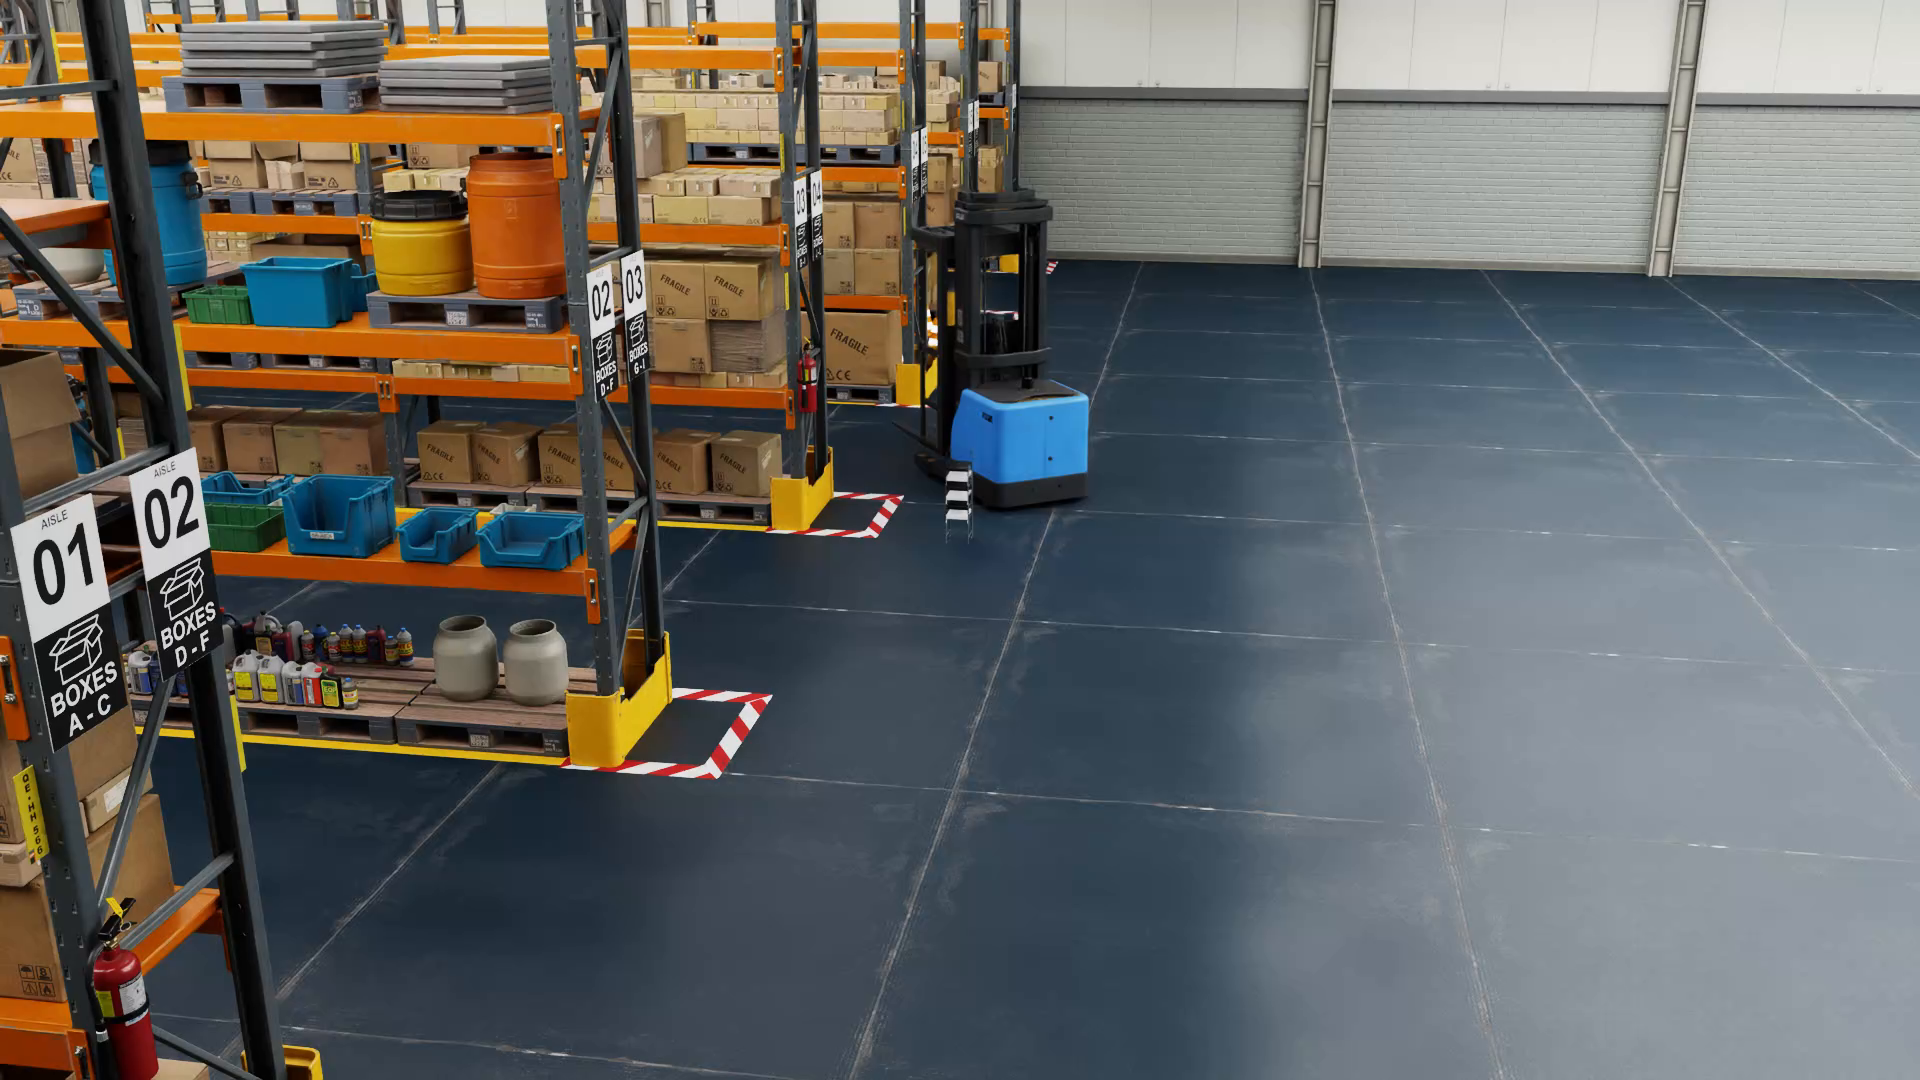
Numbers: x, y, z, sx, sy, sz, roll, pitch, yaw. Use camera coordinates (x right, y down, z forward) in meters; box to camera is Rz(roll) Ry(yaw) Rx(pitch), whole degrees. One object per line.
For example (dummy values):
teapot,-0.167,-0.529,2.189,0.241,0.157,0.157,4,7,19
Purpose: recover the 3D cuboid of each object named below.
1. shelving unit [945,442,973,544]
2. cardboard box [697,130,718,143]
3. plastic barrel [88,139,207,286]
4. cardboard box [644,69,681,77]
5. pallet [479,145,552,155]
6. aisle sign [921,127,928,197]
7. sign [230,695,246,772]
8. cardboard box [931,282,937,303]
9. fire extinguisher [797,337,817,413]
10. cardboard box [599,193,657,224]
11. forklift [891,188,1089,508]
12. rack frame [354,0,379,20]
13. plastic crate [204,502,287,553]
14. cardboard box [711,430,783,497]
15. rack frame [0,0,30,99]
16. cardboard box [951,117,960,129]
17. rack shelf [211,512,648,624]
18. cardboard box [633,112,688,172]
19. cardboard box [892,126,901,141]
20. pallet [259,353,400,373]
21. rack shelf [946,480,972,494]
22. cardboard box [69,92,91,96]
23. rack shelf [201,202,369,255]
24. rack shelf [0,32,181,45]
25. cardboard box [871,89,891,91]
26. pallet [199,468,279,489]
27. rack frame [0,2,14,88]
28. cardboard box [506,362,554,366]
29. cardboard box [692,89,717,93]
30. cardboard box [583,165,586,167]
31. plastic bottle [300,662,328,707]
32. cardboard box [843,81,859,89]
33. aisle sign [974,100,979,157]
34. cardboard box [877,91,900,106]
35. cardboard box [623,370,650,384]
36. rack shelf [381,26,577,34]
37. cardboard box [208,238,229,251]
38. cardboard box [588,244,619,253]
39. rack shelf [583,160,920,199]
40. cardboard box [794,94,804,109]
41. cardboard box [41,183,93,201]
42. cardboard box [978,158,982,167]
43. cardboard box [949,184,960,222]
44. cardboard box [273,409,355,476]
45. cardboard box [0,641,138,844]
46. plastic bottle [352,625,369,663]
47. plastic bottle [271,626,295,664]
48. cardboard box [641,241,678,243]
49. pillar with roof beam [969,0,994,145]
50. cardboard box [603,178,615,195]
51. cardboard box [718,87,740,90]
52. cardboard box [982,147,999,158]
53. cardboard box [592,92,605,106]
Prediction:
shelving unit,-0.008,-0.427,15.108,0.210,0.900,0.258,3,19,9
cardboard box,-2.934,-4.802,19.724,0.250,0.149,0.380,3,19,9
plastic barrel,-5.204,-2.116,10.667,0.708,0.901,0.600,3,19,9
cardboard box,-5.296,-8.305,29.641,0.500,0.500,0.500,3,19,10
pallet,-5.410,-4.803,20.452,1.217,0.209,0.805,2,19,6
aisle sign,-0.430,-4.563,20.062,0.004,0.787,0.394,3,19,9
sign,-2.915,0.791,6.669,0.005,0.325,0.100,3,19,9
cardboard box,-0.615,-3.818,25.604,0.500,0.250,0.500,3,19,8
fire extinguisher,-1.394,-1.504,15.139,0.183,0.674,0.296,3,19,9
cardboard box,-2.949,-3.039,15.115,0.500,0.250,0.500,3,19,10
forklift,0.176,-2.124,16.978,1.130,2.935,3.031,-9,20,-24
rack frame,-10.927,-9.799,30.355,0.127,3.000,1.000,3,19,9
plastic crate,-4.874,-0.083,11.104,0.662,0.188,0.450,3,19,9
cardboard box,-2.048,-0.741,16.015,0.500,0.500,0.500,7,20,19
rack frame,-9.333,-4.938,15.826,0.127,3.000,1.000,3,19,9
cardboard box,-0.138,-6.217,24.772,0.250,0.149,0.380,3,19,9
rack shelf,-4.195,0.102,11.352,4.000,0.370,1.077,3,19,9
cardboard box,-2.857,-3.698,15.433,0.500,0.500,0.500,3,19,8
cardboard box,-0.835,-4.907,20.037,0.250,0.149,0.380,3,19,9
pallet,-6.115,-1.885,16.458,1.213,0.211,1.003,3,19,9
rack shelf,-0.008,-0.481,15.090,0.200,0.077,0.258,3,19,9
cardboard box,-13.693,-7.168,26.243,0.500,0.500,0.500,3,19,10
rack shelf,-7.358,-3.074,16.116,4.000,0.370,1.077,3,19,9
rack shelf,-13.685,-7.814,26.185,4.000,0.370,1.077,3,19,9
cardboard box,-1.165,-6.616,24.709,0.250,0.149,0.380,3,19,8
pallet,-7.361,-0.669,16.916,1.213,0.211,1.003,3,19,9
rack frame,-12.396,-6.688,21.057,0.127,3.000,1.000,3,19,9
cardboard box,-3.951,-2.008,15.899,0.500,0.500,0.875,3,19,9
cardboard box,-3.085,-5.399,20.252,0.250,0.149,0.380,3,19,9
cardboard box,-3.715,-3.442,15.690,0.250,0.149,0.380,4,19,11
plastic bottle,-4.347,0.968,11.229,0.135,0.276,0.152,3,19,9
cardboard box,-1.874,-7.945,29.118,0.250,0.149,0.380,3,19,10
aisle sign,0.248,-6.122,24.722,0.004,0.787,0.394,3,19,9
cardboard box,-0.827,-5.284,19.907,0.250,0.149,0.380,3,19,9
cardboard box,-2.985,-1.579,15.637,0.250,0.149,0.380,3,19,9
rack shelf,-8.952,-9.168,30.232,4.000,0.370,1.077,3,19,9
cardboard box,-9.270,-3.758,21.020,0.250,0.149,0.380,4,19,11
cardboard box,-3.415,-2.542,15.916,0.500,0.500,0.500,3,19,9
rack shelf,-2.522,-4.421,20.143,4.000,0.370,1.077,3,19,9
cardboard box,-1.936,-5.129,19.445,0.250,0.149,0.380,3,19,9
cardboard box,-8.403,-3.315,15.940,0.500,0.250,0.500,3,19,10
cardboard box,0.277,-6.639,29.184,0.250,0.149,0.380,3,19,10
cardboard box,-0.286,-5.094,25.122,0.500,0.500,0.500,3,19,8
cardboard box,-6.454,-0.983,16.705,0.500,0.500,0.700,3,19,8
cardboard box,-3.520,0.720,6.169,0.500,0.500,0.700,3,19,9
plastic bottle,-4.299,0.740,11.917,0.097,0.271,0.097,0,18,0
plastic bottle,-4.836,0.750,11.868,0.133,0.283,0.061,3,19,9
cardboard box,-3.577,-4.003,20.549,0.550,0.550,0.875,3,19,9
pillar with roof beam,-0.306,-8.164,25.468,0.400,9.000,9.100,3,19,9
cardboard box,-3.041,-3.215,15.012,0.250,0.149,0.380,2,19,6
cardboard box,-3.464,-6.730,25.050,0.250,0.149,0.380,3,19,10
cardboard box,0.534,-6.799,29.193,0.250,0.149,0.380,3,19,9
cardboard box,-4.192,-5.244,19.787,0.250,0.149,0.380,3,19,9
